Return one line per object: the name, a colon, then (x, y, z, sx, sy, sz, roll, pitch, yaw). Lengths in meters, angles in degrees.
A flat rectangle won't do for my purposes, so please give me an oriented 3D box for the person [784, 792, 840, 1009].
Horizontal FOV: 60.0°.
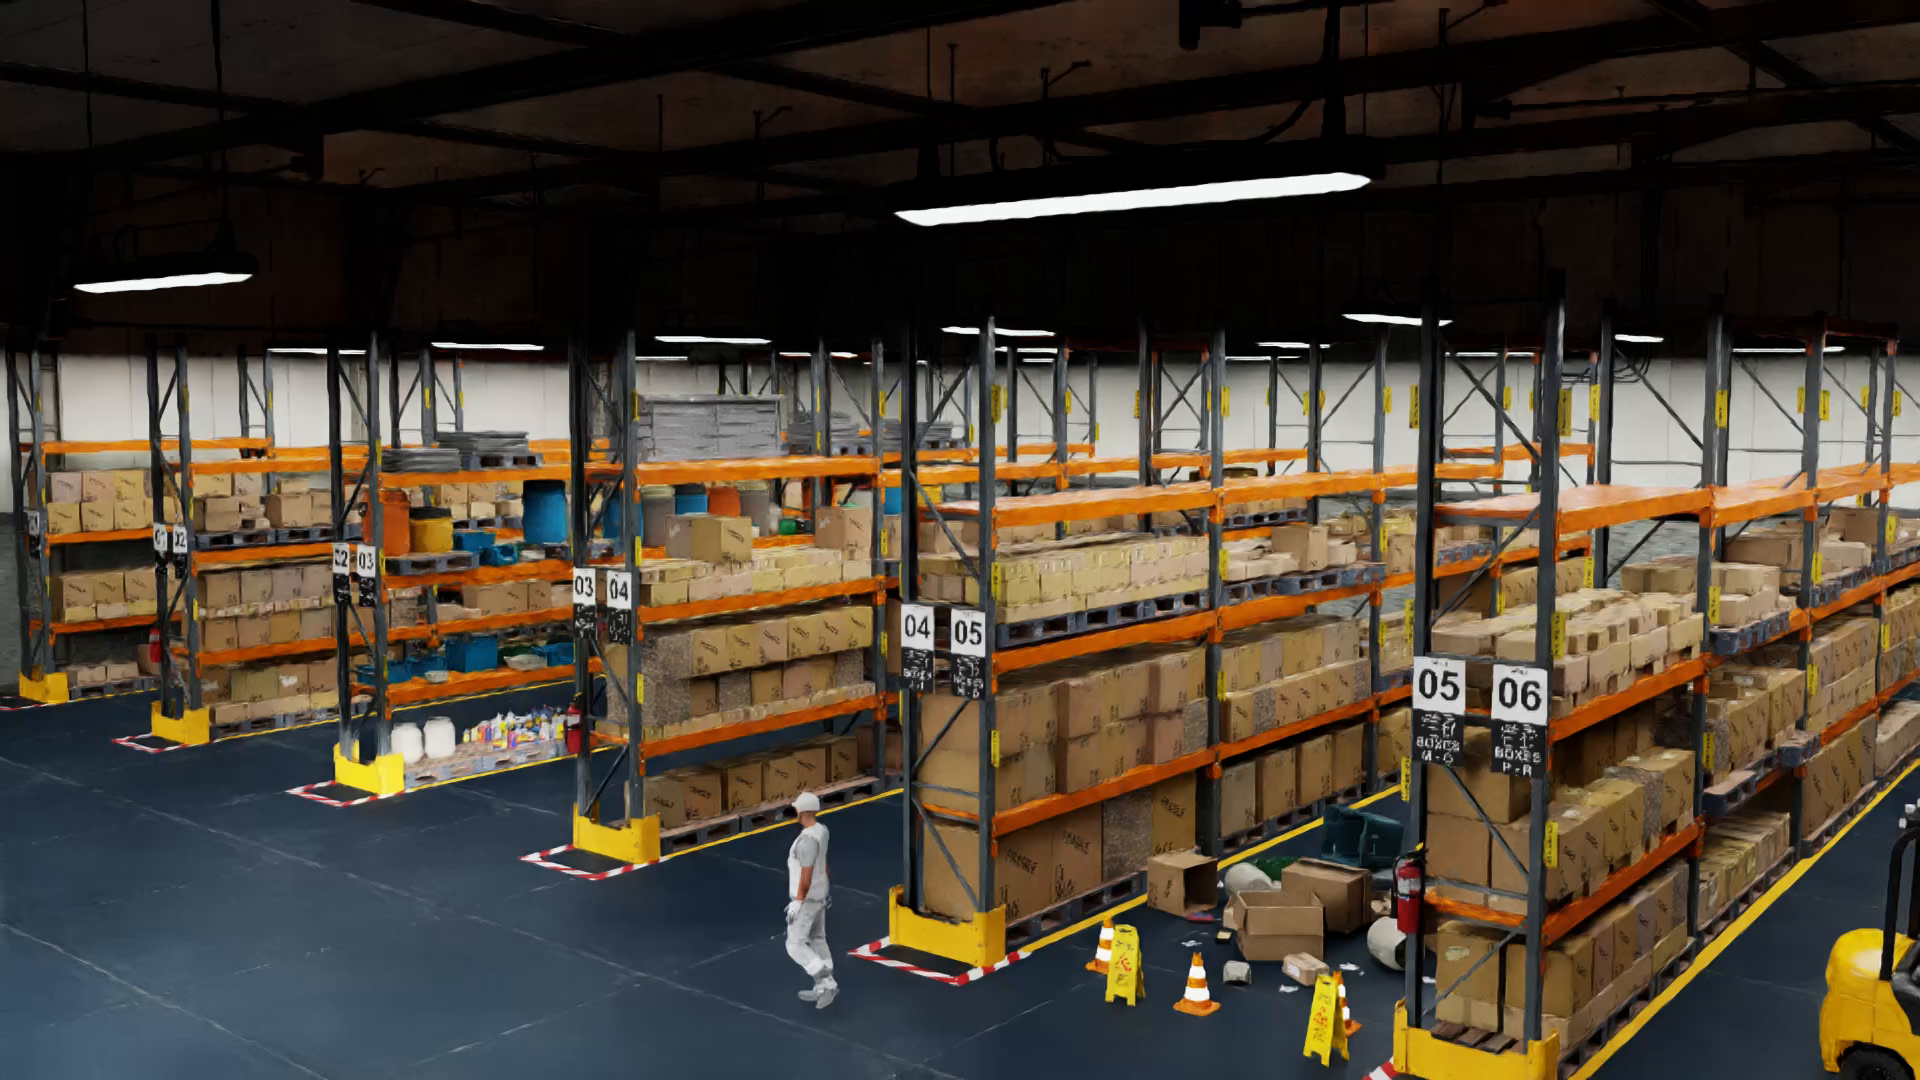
person: (-1.212, 3.015, 13.940, 0.458, 1.779, 0.704, 1, 5, 7)
